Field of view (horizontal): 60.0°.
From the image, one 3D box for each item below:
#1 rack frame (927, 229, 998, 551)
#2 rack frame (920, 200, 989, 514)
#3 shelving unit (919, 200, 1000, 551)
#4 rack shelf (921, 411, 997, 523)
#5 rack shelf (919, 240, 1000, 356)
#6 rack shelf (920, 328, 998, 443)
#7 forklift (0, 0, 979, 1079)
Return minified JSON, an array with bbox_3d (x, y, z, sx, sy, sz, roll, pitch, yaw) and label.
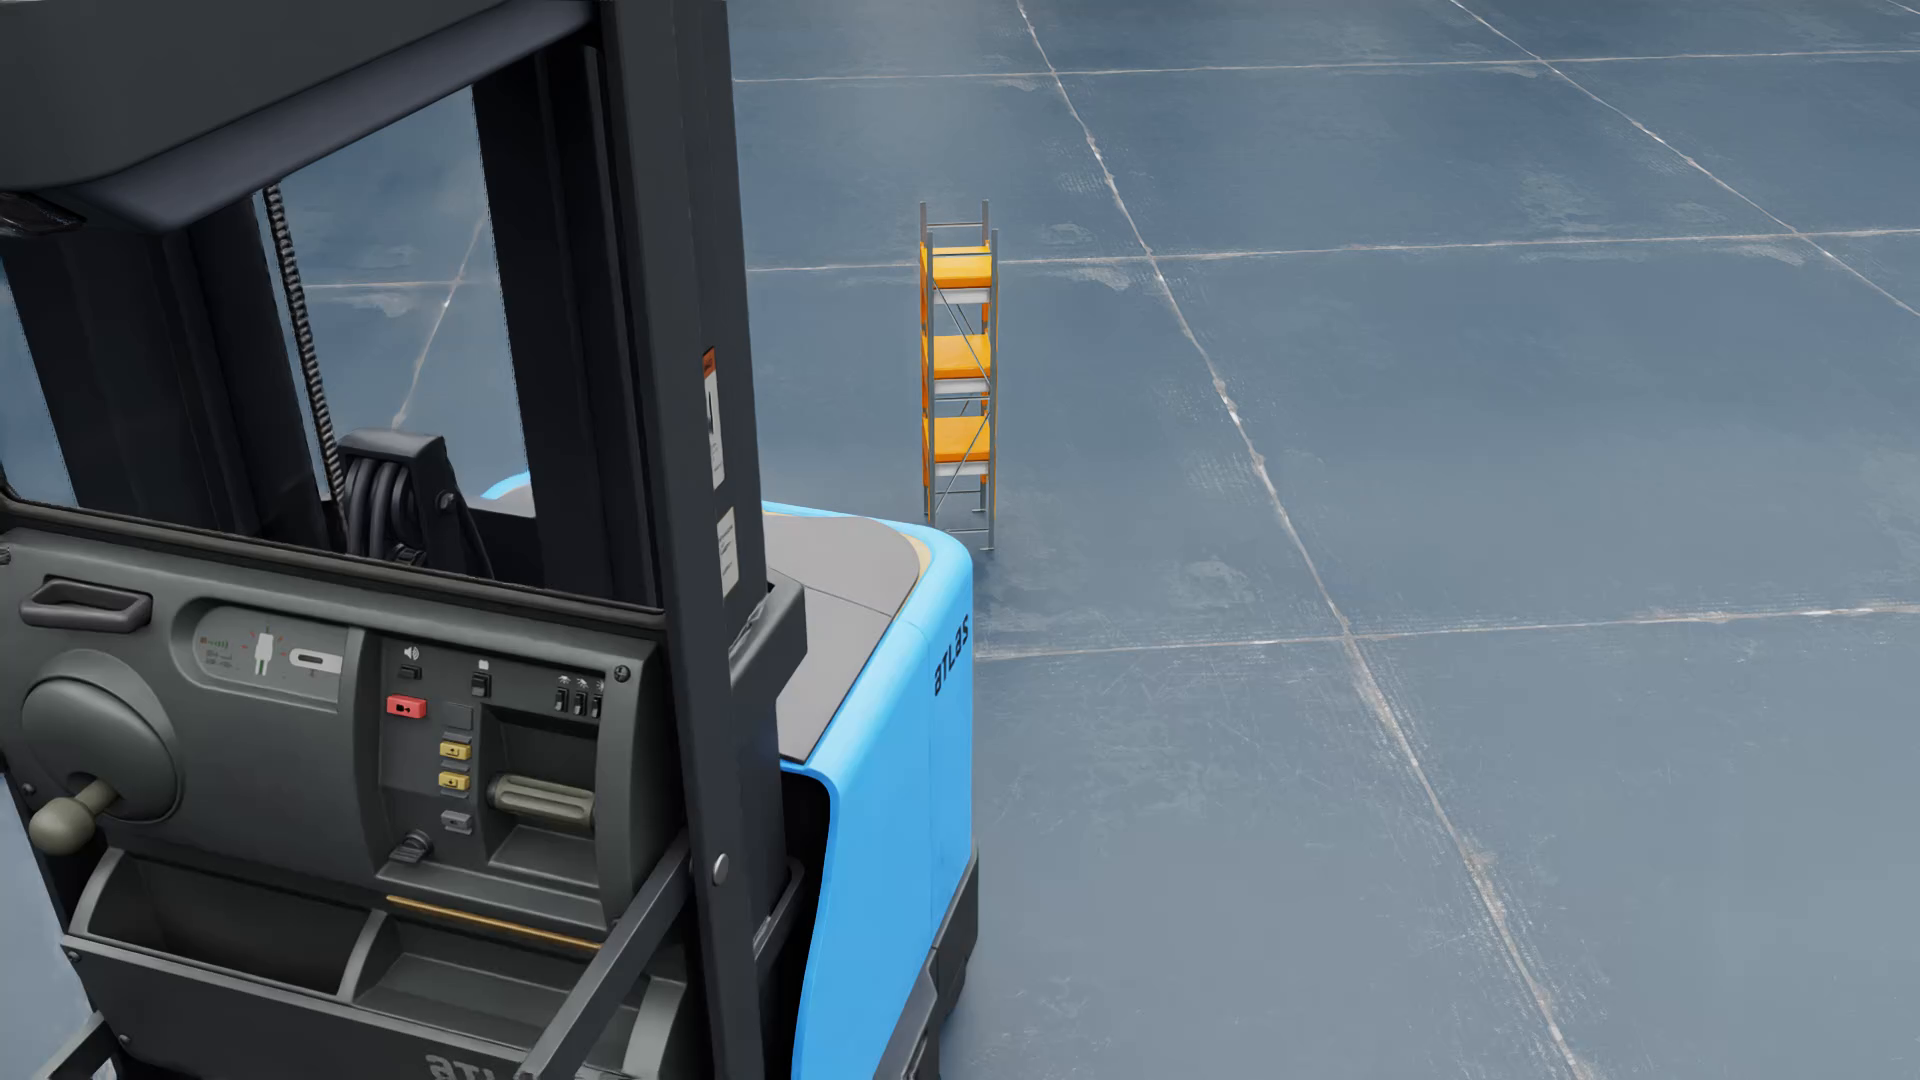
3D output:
[{"bbox_3d":[0.006,-0.416,4.922,0.200,1.050,0.008,-3,31,-5],"label":"rack frame"},{"bbox_3d":[-0.016,-0.540,5.131,0.200,1.050,0.008,-3,31,-5],"label":"rack frame"},{"bbox_3d":[-0.005,-0.478,5.027,0.215,1.050,0.252,-3,31,-5],"label":"shelving unit"},{"bbox_3d":[-0.005,-0.230,5.174,0.215,0.259,0.240,-3,31,-5],"label":"rack shelf"},{"bbox_3d":[-0.005,-0.713,4.886,0.215,0.259,0.240,-3,31,-5],"label":"rack shelf"},{"bbox_3d":[-0.005,-0.469,5.032,0.215,0.259,0.240,-3,31,-5],"label":"rack shelf"},{"bbox_3d":[-0.880,0.296,1.897,1.130,2.935,3.031,9,32,15],"label":"forklift"}]
